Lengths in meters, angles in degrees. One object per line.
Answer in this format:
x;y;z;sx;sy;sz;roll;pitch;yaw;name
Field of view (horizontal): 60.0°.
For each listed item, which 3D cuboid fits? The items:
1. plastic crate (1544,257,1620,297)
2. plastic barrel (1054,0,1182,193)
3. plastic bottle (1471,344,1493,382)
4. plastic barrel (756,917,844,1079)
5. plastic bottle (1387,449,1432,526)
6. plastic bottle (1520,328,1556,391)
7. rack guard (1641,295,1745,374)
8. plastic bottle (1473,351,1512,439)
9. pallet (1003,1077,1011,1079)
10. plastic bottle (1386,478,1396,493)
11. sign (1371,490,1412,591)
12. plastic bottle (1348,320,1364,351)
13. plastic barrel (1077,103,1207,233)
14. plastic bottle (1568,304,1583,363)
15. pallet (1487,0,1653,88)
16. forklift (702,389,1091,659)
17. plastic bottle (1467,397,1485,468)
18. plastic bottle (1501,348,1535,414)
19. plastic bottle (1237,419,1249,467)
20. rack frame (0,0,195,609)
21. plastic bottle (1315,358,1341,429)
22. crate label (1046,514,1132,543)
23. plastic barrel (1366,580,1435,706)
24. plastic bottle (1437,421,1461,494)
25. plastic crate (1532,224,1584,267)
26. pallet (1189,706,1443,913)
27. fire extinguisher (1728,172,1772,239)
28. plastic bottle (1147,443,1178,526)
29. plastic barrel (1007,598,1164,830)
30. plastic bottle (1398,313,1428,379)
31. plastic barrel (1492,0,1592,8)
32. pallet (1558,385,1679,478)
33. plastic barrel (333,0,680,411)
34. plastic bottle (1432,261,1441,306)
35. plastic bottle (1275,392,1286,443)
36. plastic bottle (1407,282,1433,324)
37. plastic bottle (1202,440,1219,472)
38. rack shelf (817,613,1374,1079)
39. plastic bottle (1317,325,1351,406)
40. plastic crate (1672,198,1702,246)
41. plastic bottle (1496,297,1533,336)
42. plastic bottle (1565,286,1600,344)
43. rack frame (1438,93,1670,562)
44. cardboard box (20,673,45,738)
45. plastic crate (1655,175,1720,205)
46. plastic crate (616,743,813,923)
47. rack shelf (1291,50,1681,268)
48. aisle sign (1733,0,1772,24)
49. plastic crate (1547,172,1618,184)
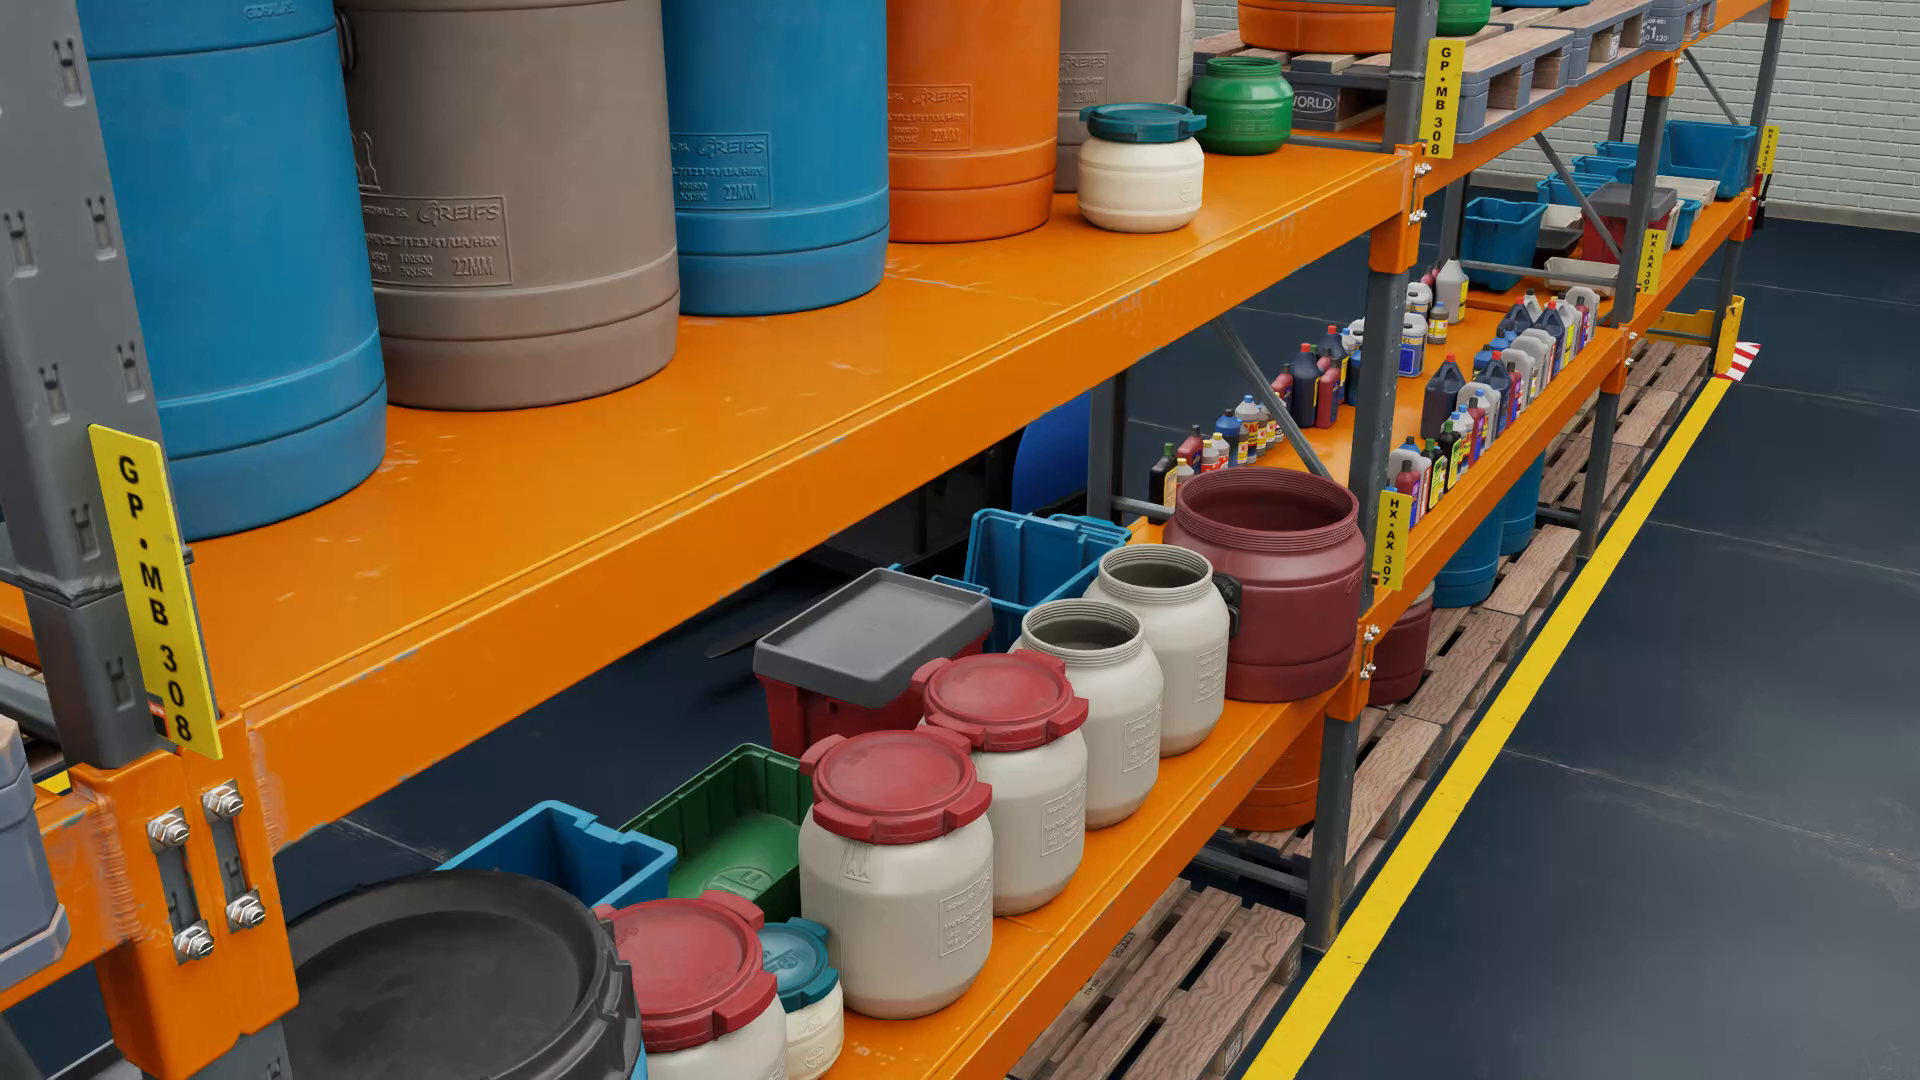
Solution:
3.370;-1.419;9.008;0.396;0.136;0.243;14;27;29;plastic crate
0.276;-1.410;4.324;0.600;0.901;0.600;0;23;0;plastic barrel
2.302;-0.728;7.317;0.097;0.271;0.097;0;23;0;plastic bottle
-0.388;0.964;3.422;0.301;0.262;0.301;0;23;0;plastic barrel
1.640;-0.212;6.121;0.152;0.276;0.135;14;27;29;plastic bottle
2.612;-0.834;7.556;0.152;0.276;0.135;14;27;29;plastic bottle
5.115;-1.599;12.314;1.175;0.500;0.348;14;27;29;rack guard
2.216;-0.612;6.949;0.144;0.351;0.185;14;27;29;plastic bottle
-0.192;1.908;4.576;1.003;0.211;1.213;14;27;29;pallet
1.481;-0.088;5.839;0.097;0.271;0.097;0;23;0;plastic bottle
1.365;0.003;5.262;0.100;0.325;0.005;14;27;29;sign
1.825;-0.861;7.619;0.152;0.276;0.135;14;27;29;plastic bottle
0.421;-0.870;3.882;0.301;0.262;0.301;0;23;0;plastic barrel
2.878;-1.004;7.950;0.152;0.276;0.135;14;27;29;plastic bottle
2.077;-2.006;6.571;1.003;0.211;1.213;14;27;29;pallet
-0.403;-1.155;8.228;1.130;2.935;3.031;18;29;36;forklift
2.045;-0.440;6.638;0.061;0.283;0.133;14;27;29;plastic bottle
2.418;-0.710;7.271;0.152;0.276;0.135;14;27;29;plastic bottle
1.097;-0.381;6.605;0.097;0.201;0.097;0;23;0;plastic bottle
-1.216;-1.438;1.245;1.000;3.000;0.127;14;27;29;rack frame
1.567;-0.625;7.065;0.061;0.283;0.133;14;27;29;plastic bottle
0.353;0.106;5.441;0.303;0.233;0.416;14;27;29;crate label
1.733;0.329;7.221;0.600;0.588;0.708;14;27;29;plastic barrel
1.872;-0.329;6.382;0.061;0.283;0.133;14;27;29;plastic bottle
3.366;-1.720;9.719;0.437;0.125;0.590;14;27;29;plastic crate
1.274;0.970;6.744;1.003;0.211;1.213;14;27;29;pallet
5.579;-2.484;11.779;0.296;0.674;0.183;14;27;29;fire extinguisher
0.744;-0.207;6.100;0.061;0.283;0.133;14;27;29;plastic bottle
0.310;0.448;4.299;0.421;0.512;0.421;0;23;0;plastic barrel
2.076;-0.907;7.726;0.152;0.276;0.135;14;27;29;plastic bottle
2.233;-2.576;6.490;0.600;0.901;0.708;14;27;29;plastic barrel
4.001;-0.775;10.775;1.003;0.211;1.213;14;27;29;pallet
-0.788;-0.729;2.752;0.600;0.901;0.600;0;23;0;plastic barrel
2.448;-1.297;8.617;0.061;0.283;0.133;14;27;29;plastic bottle
1.302;-0.513;6.909;0.097;0.201;0.097;0;23;0;plastic bottle
2.243;-1.128;8.236;0.152;0.276;0.135;14;27;29;plastic bottle
0.943;-0.283;6.377;0.097;0.201;0.097;0;23;0;plastic bottle
-0.161;0.970;4.139;1.077;0.370;4.000;14;27;29;rack shelf
1.635;-0.776;7.330;0.144;0.351;0.185;14;27;29;plastic bottle
4.248;-1.939;10.088;0.416;0.233;0.300;14;27;29;plastic crate
2.577;-0.951;7.734;0.144;0.351;0.185;14;27;29;plastic bottle
3.070;-1.127;8.234;0.152;0.276;0.135;14;27;29;plastic bottle
3.004;-1.385;8.674;1.000;3.000;0.127;14;27;29;rack frame
-3.920;0.567;7.096;0.500;0.250;0.500;15;27;30;cardboard box
4.837;-2.328;11.109;0.396;0.136;0.243;14;27;29;plastic crate
-0.538;0.765;3.973;0.450;0.188;0.662;14;27;29;plastic crate
1.949;-1.756;6.661;1.077;0.370;4.000;14;27;29;rack shelf
5.400;-3.891;11.190;0.394;0.787;0.004;14;27;29;aisle sign
4.009;-2.227;10.754;0.416;0.233;0.300;14;27;29;plastic crate
